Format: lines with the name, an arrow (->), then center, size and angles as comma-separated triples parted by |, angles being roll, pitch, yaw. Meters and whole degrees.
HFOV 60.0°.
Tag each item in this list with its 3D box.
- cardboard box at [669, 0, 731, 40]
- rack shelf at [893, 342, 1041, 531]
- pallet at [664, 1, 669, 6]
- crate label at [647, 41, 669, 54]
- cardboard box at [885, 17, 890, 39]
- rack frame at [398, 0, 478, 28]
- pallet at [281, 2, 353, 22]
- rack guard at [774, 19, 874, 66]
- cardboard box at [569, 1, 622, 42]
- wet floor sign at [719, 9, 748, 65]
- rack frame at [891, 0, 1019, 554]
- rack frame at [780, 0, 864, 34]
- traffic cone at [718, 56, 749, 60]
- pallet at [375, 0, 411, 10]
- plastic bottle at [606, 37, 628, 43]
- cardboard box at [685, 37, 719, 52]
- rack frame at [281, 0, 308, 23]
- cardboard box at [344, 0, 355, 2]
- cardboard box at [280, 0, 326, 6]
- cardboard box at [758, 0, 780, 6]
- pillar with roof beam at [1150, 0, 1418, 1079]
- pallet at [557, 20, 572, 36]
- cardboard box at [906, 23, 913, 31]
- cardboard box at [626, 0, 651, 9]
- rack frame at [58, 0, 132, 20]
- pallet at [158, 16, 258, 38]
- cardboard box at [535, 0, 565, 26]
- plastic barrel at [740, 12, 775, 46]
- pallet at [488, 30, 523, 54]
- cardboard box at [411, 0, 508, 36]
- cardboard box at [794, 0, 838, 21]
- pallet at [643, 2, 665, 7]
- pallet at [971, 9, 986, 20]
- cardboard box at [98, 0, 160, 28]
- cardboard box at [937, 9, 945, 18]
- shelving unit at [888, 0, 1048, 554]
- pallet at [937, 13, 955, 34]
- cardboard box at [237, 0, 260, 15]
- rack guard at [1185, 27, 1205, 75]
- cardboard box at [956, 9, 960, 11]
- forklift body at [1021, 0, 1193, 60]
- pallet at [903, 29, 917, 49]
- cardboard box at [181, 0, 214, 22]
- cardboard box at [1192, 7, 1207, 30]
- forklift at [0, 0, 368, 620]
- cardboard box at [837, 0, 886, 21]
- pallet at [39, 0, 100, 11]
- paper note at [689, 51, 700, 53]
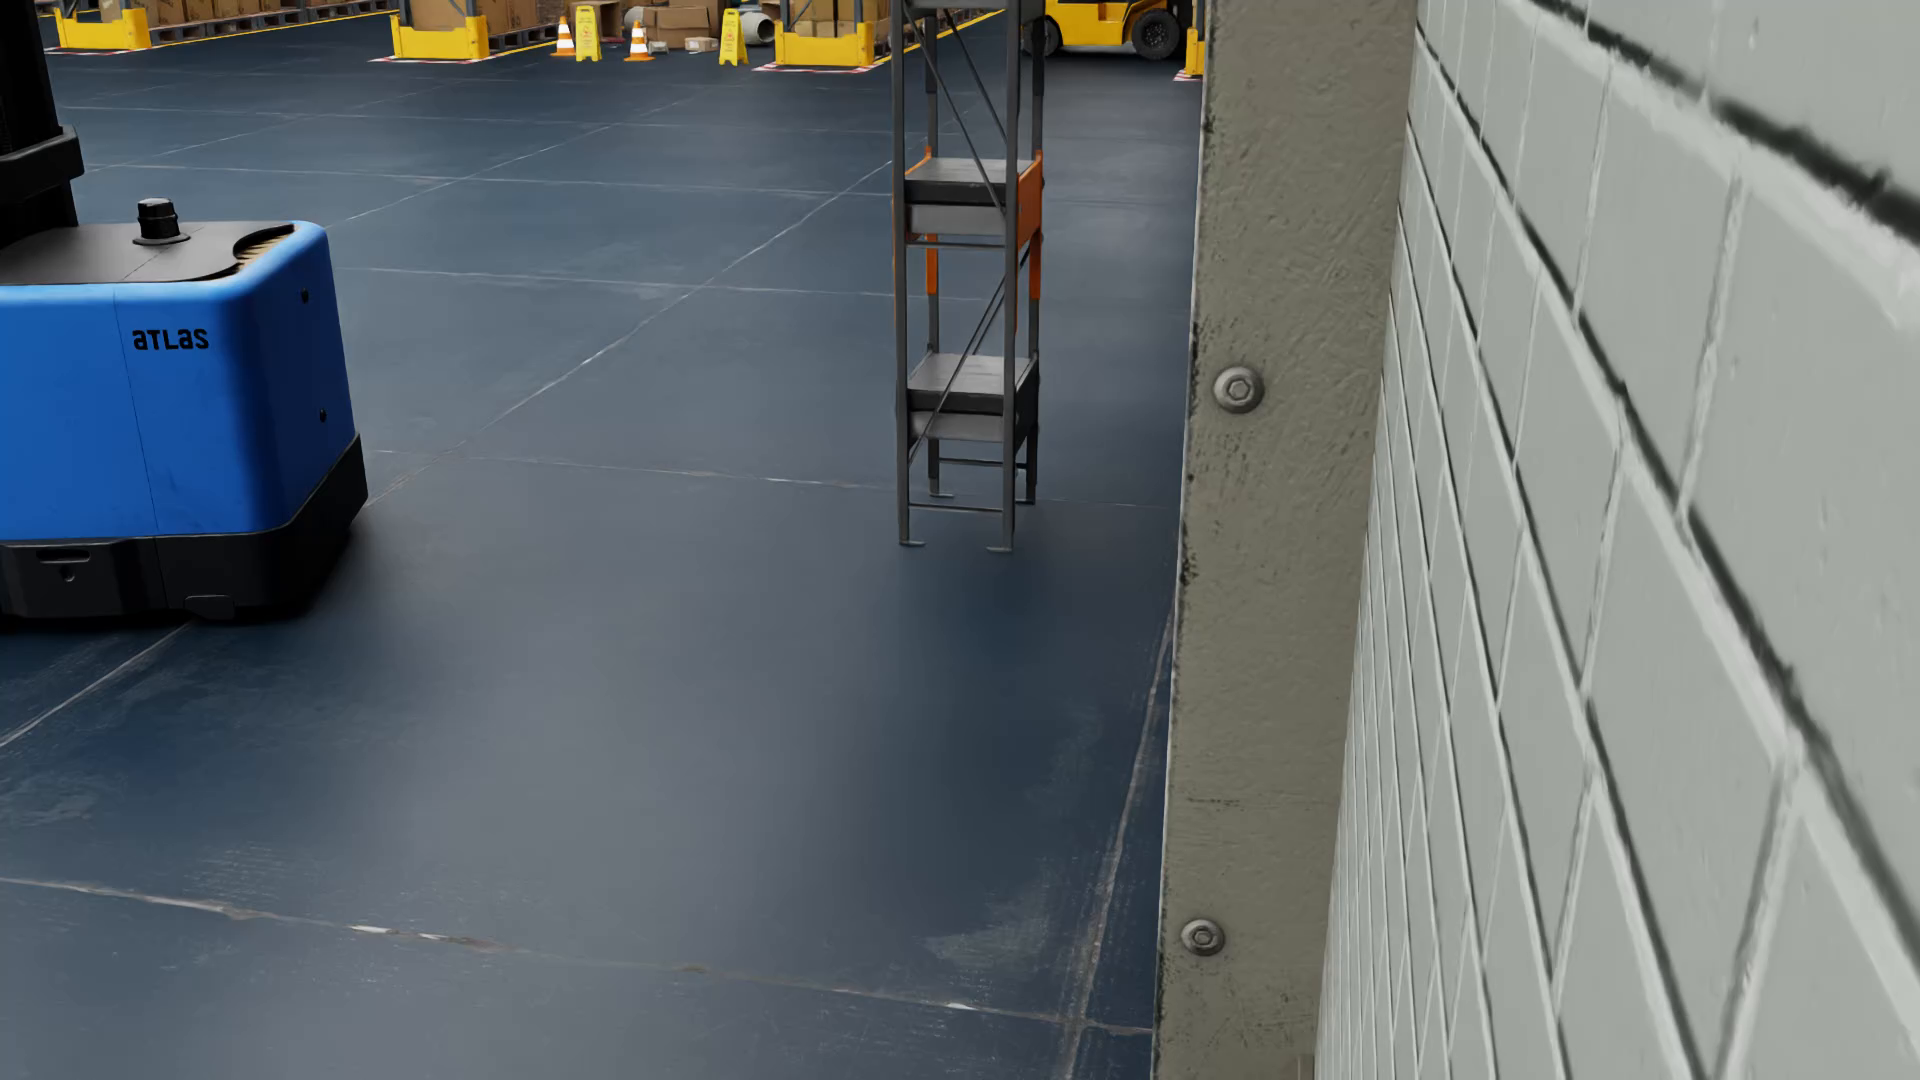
cardboard box -> -3.595, -7.240, 22.963 | 0.797, 0.637, 0.503 | 4, 22, 11
rack shelf -> 0.034, -0.373, 5.867 | 0.431, 0.518, 0.480 | 4, 22, 11
pallet -> -5.126, -8.847, 27.526 | 1.003, 0.211, 1.213 | 4, 22, 11
crate label -> -3.889, -6.337, 21.393 | 0.250, 0.136, 0.298 | -7, 23, -17
cardboard box -> -1.111, -6.536, 21.174 | 0.500, 0.250, 0.500 | 5, 23, 13
rack frame -> -6.524, -7.497, 20.442 | 1.000, 3.000, 0.127 | 4, 22, 11
pallet -> -10.385, -8.366, 26.333 | 1.003, 0.211, 1.213 | 4, 22, 11
rack guard -> -1.642, -6.025, 20.132 | 1.175, 0.500, 0.348 | 4, 22, 11
cardboard box -> -5.020, -7.156, 22.937 | 0.500, 0.500, 0.500 | 8, 23, 20
wet floor sign -> -2.744, -6.077, 20.066 | 0.267, 0.644, 0.232 | 13, 25, 29
rack frame -> -0.016, -0.945, 5.379 | 0.400, 2.100, 0.015 | 4, 22, 11
rack frame -> -1.658, -7.157, 19.597 | 1.000, 3.000, 0.127 | 4, 22, 11
traffic cone -> -2.833, -6.235, 20.705 | 0.336, 0.463, 0.334 | 4, 22, 11
pallet -> -9.888, -9.259, 28.549 | 1.003, 0.211, 1.213 | 4, 22, 11
plastic bottle -> -4.682, -6.830, 22.719 | 0.283, 0.061, 0.133 | -3, 22, -8
cardboard box -> -3.368, -6.467, 21.701 | 0.380, 0.149, 0.250 | 18, 28, 38
rack frame -> -10.543, -9.375, 25.105 | 1.000, 3.000, 0.127 | 4, 22, 11
cardboard box -> -10.167, -9.020, 26.981 | 0.700, 0.500, 0.500 | 3, 22, 6
cardboard box -> -10.397, -8.642, 26.043 | 0.700, 0.500, 0.500 | 3, 22, 7
cardboard box -> -2.590, -7.936, 23.864 | 0.500, 0.500, 0.500 | 4, 22, 11
pillar with roof beam -> -3.661, -3.493, 2.471 | 9.100, 9.000, 0.400 | 4, 22, 11
pallet -> -5.940, -7.394, 23.919 | 1.003, 0.211, 1.213 | 4, 22, 11
cardboard box -> -0.906, -6.921, 22.130 | 0.500, 0.250, 0.500 | 5, 22, 12
cardboard box -> -5.469, -8.697, 25.872 | 1.050, 0.750, 0.750 | 4, 22, 11
rack frame -> -11.359, -7.912, 21.472 | 1.000, 3.000, 0.127 | 4, 22, 11
pallet -> -10.892, -7.386, 23.898 | 1.003, 0.211, 1.213 | 4, 22, 11
cardboard box -> -6.085, -7.614, 23.015 | 0.875, 0.875, 0.875 | 5, 22, 11
plastic barrel -> -2.718, -6.832, 22.240 | 0.421, 0.421, 0.512 | -16, 27, -35
pallet -> -6.438, -6.502, 21.704 | 1.003, 0.211, 1.213 | 4, 22, 11
cardboard box -> -6.450, -6.959, 21.388 | 0.875, 0.875, 0.875 | 5, 22, 11
cardboard box -> -1.749, -6.737, 20.669 | 0.500, 0.500, 0.500 | 5, 22, 11
pallet -> -5.377, -8.402, 26.421 | 1.003, 0.211, 1.213 | 4, 22, 11
pallet -> -0.186, -8.503, 26.673 | 1.003, 0.211, 1.213 | 4, 22, 11
cardboard box -> -11.215, -7.174, 22.425 | 0.500, 0.500, 0.500 | 9, 24, 21
cardboard box -> -0.737, -7.787, 24.118 | 0.950, 0.372, 0.625 | 5, 22, 12
shelving unit -> 0.034, -1.035, 5.600 | 0.431, 2.100, 0.503 | 4, 22, 11
pallet -> -0.684, -7.611, 24.457 | 1.003, 0.211, 1.213 | 4, 22, 11
cardboard box -> -10.773, -8.057, 24.616 | 0.500, 0.500, 0.500 | 12, 25, 28
rack guard -> 3.198, -5.611, 19.106 | 1.175, 0.500, 0.348 | 4, 22, 11
cardboard box -> -0.453, -8.305, 25.403 | 0.950, 0.372, 0.625 | 5, 23, 13
forklift body -> 1.803, -7.218, 20.886 | 2.313, 2.155, 1.214 | 4, 22, 11
pallet -> -1.191, -6.630, 22.022 | 1.003, 0.211, 1.213 | 4, 22, 11
cardboard box -> -10.981, -7.623, 23.539 | 0.500, 0.500, 0.500 | 7, 23, 16
cardboard box -> 2.996, -6.133, 19.503 | 0.500, 0.250, 0.500 | 4, 22, 10
forklift -> -3.615, -1.236, 4.987 | 3.031, 2.935, 1.130 | -2, 22, -5
cardboard box -> -1.218, -6.706, 20.593 | 0.500, 0.500, 0.500 | 4, 22, 9
pallet -> -15.023, -9.197, 28.395 | 1.003, 0.211, 1.213 | 4, 22, 11
paper note -> -3.413, -6.277, 21.386 | 0.148, 0.019, 0.142 | -3, 22, -8
